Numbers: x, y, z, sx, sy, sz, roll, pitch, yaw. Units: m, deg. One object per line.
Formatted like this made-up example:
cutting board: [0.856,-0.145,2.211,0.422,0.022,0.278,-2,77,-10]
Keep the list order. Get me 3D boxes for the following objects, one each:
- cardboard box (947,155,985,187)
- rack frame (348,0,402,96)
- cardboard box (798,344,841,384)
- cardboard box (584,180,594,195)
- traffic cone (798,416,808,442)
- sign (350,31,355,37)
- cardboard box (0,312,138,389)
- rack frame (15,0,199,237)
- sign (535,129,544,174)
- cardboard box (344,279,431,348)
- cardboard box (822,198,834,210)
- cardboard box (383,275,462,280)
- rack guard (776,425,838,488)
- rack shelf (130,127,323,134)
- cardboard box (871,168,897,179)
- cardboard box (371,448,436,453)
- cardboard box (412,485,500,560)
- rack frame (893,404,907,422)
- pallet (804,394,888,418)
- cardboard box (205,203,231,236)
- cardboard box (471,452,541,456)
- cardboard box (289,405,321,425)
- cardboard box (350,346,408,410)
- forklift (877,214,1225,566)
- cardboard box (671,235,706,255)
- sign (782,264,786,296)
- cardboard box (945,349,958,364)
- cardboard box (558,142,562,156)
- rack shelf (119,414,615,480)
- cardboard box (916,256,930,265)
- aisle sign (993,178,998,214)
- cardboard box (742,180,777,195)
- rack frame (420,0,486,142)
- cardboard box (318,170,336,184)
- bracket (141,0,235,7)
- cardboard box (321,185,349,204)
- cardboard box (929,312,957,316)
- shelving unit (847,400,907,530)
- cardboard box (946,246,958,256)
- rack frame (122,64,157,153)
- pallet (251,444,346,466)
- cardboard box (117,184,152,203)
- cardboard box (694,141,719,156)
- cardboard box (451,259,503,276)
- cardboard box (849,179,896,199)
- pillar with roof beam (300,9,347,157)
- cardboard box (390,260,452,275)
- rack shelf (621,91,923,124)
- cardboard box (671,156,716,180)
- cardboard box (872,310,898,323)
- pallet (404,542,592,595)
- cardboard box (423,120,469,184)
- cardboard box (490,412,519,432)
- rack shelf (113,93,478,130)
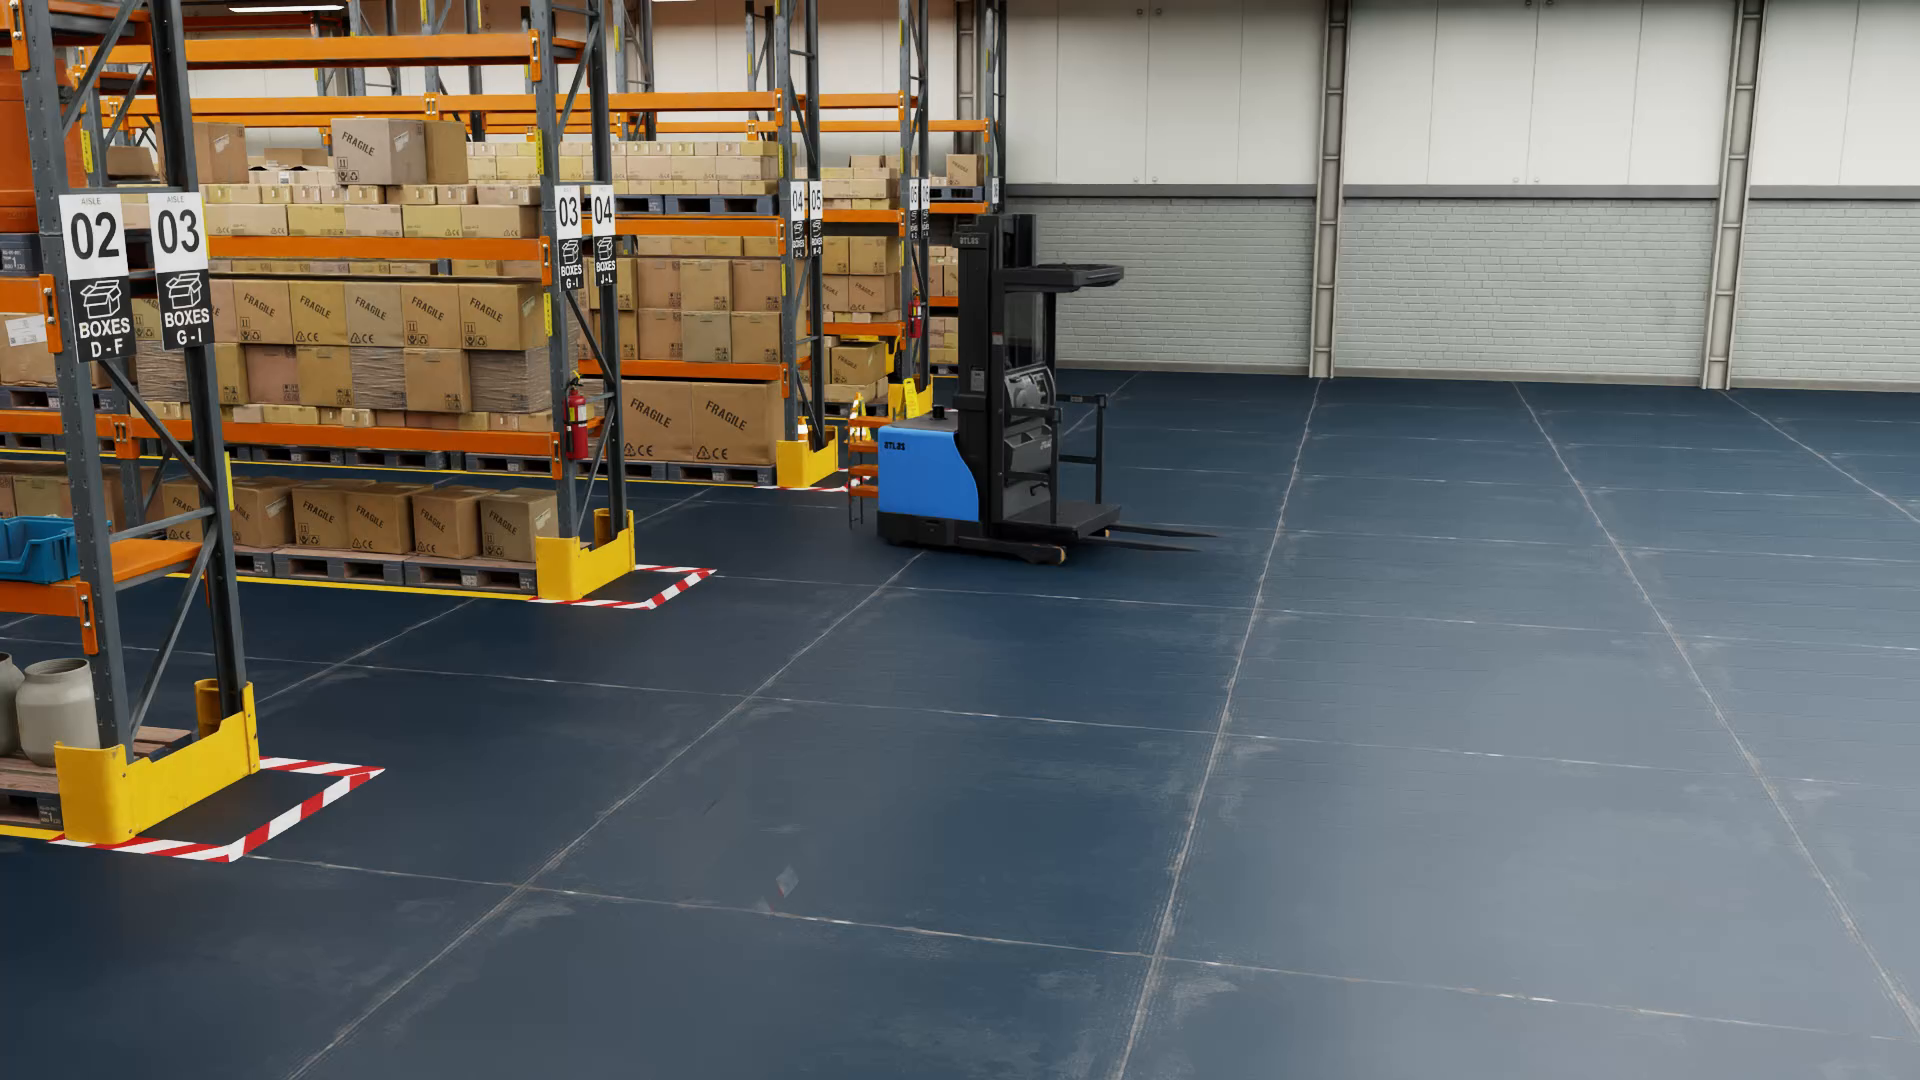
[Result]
cardboard box: [0.092,-5.976,26.904,0.500,0.500,0.500,3,13,15]
rack frame: [-8.373,-6.537,23.940,0.127,3.000,1.000,3,13,14]
cardboard box: [-1.953,-2.435,22.948,0.500,0.500,0.500,4,13,16]
cardboard box: [-3.828,-3.781,17.821,0.250,0.149,0.380,3,13,14]
traffic cone: [-1.869,-1.235,19.748,0.334,0.463,0.336,3,13,14]
sign: [-8.502,-6.954,23.295,0.005,0.325,0.100,3,13,14]
cardboard box: [-7.601,-1.886,14.469,1.000,1.000,1.000,3,13,14]
rack frame: [-4.167,-2.997,7.981,0.127,3.000,1.000,3,13,14]
sign: [-3.132,-2.890,12.383,0.005,0.325,0.100,3,13,14]
cardboard box: [-4.545,-1.819,13.299,0.500,0.500,0.500,3,13,14]
cardboard box: [-1.748,-4.549,22.483,0.250,0.149,0.380,3,13,14]
cardboard box: [-4.418,-1.931,13.800,0.500,0.500,0.500,3,13,14]
rack guard: [-1.670,-0.926,18.268,0.348,0.500,1.175,3,13,14]
rack shelf: [-13.012,-7.540,30.127,4.000,0.370,1.077,3,13,14]
cardboard box: [-1.005,-4.880,22.133,0.250,0.149,0.380,3,13,14]
cardboard box: [-6.201,-1.475,19.197,0.750,0.750,1.050,3,13,13]
cardboard box: [-4.171,-0.154,13.820,0.500,0.500,0.500,7,14,28]
rack frame: [-0.551,-0.653,15.424,0.015,1.200,0.240,6,14,27]
pallet: [-1.460,-1.886,23.262,1.213,0.211,1.003,3,13,14]
cardboard box: [-5.973,-2.605,13.485,0.500,0.250,0.500,3,13,13]
cardboard box: [-4.983,-1.475,18.910,0.875,0.875,0.875,3,13,14]
cardboard box: [-5.267,-1.045,13.615,0.250,0.149,0.380,3,13,14]
cardboard box: [-4.497,-1.374,13.598,0.500,0.500,0.875,3,13,14]
forklift: [0.797,-1.342,14.530,3.031,2.935,1.130,6,14,27]
cardboard box: [-3.623,-3.984,23.054,0.500,0.500,0.700,3,13,14]
sign: [-1.837,-2.715,17.341,0.005,0.325,0.100,3,13,14]
cardboard box: [0.048,-3.058,27.487,0.500,0.250,0.500,3,13,14]
cardboard box: [-4.315,-4.197,17.854,0.250,0.149,0.380,3,13,14]
rack shelf: [-4.922,-0.862,13.871,4.000,0.370,1.077,3,13,14]
cardboard box: [-0.554,-4.611,27.377,0.250,0.149,0.380,3,13,13]
aisle sign: [0.573,-5.441,26.849,0.004,0.787,0.394,3,13,14]
cardboard box: [-2.097,-3.689,17.405,0.250,0.149,0.380,3,13,13]
rack frame: [-5.577,-5.284,18.289,0.127,3.000,1.000,3,13,14]
cardboard box: [-6.828,-4.018,18.654,0.500,0.250,0.500,3,13,13]
bracket: [-14.520,-9.852,30.571,4.783,0.066,0.076,3,13,14]
cardboard box: [-4.841,-2.737,13.162,0.250,0.149,0.380,2,13,11]
cardboard box: [-0.327,-3.678,27.973,0.500,0.250,0.500,3,13,14]
shelving unit: [-0.768,-0.677,15.533,0.503,1.200,0.258,6,14,27]
cardboard box: [-0.065,-4.729,27.223,0.250,0.149,0.380,3,13,14]
rack frame: [-14.954,-7.997,30.517,0.127,3.000,1.000,3,13,14]
pallet: [-7.532,-1.081,19.633,1.213,0.211,1.003,3,13,14]
cardboard box: [-6.622,-2.821,13.541,0.250,0.149,0.380,3,13,12]
cardboard box: [-2.593,-4.105,17.439,0.250,0.149,0.380,3,13,14]
cardboard box: [-5.227,-2.929,18.686,0.550,0.550,0.875,3,13,14]
cardboard box: [-1.167,-4.700,22.242,0.500,0.250,0.500,3,13,13]
pillar with roof beam: [-12.562,-7.109,26.518,0.548,9.000,9.100,3,13,14]
cardboard box: [-6.060,-2.916,18.930,0.500,0.500,0.700,3,13,13]
rack shelf: [-2.547,-5.873,22.615,4.000,0.370,1.077,3,13,14]
cardboard box: [-2.721,-3.930,17.573,0.500,0.250,0.500,3,13,14]
cardboard box: [-1.020,-3.045,22.630,0.250,0.149,0.380,4,13,15]
pallet: [-3.834,0.198,13.869,1.213,0.211,1.003,3,13,14]
cardboard box: [-4.357,-3.146,13.506,0.500,0.500,0.500,3,13,13]
cardboard box: [-3.549,-0.971,13.283,0.250,0.149,0.380,3,13,14]
rack shelf: [-7.519,-4.841,18.878,4.000,0.370,1.077,3,13,14]
